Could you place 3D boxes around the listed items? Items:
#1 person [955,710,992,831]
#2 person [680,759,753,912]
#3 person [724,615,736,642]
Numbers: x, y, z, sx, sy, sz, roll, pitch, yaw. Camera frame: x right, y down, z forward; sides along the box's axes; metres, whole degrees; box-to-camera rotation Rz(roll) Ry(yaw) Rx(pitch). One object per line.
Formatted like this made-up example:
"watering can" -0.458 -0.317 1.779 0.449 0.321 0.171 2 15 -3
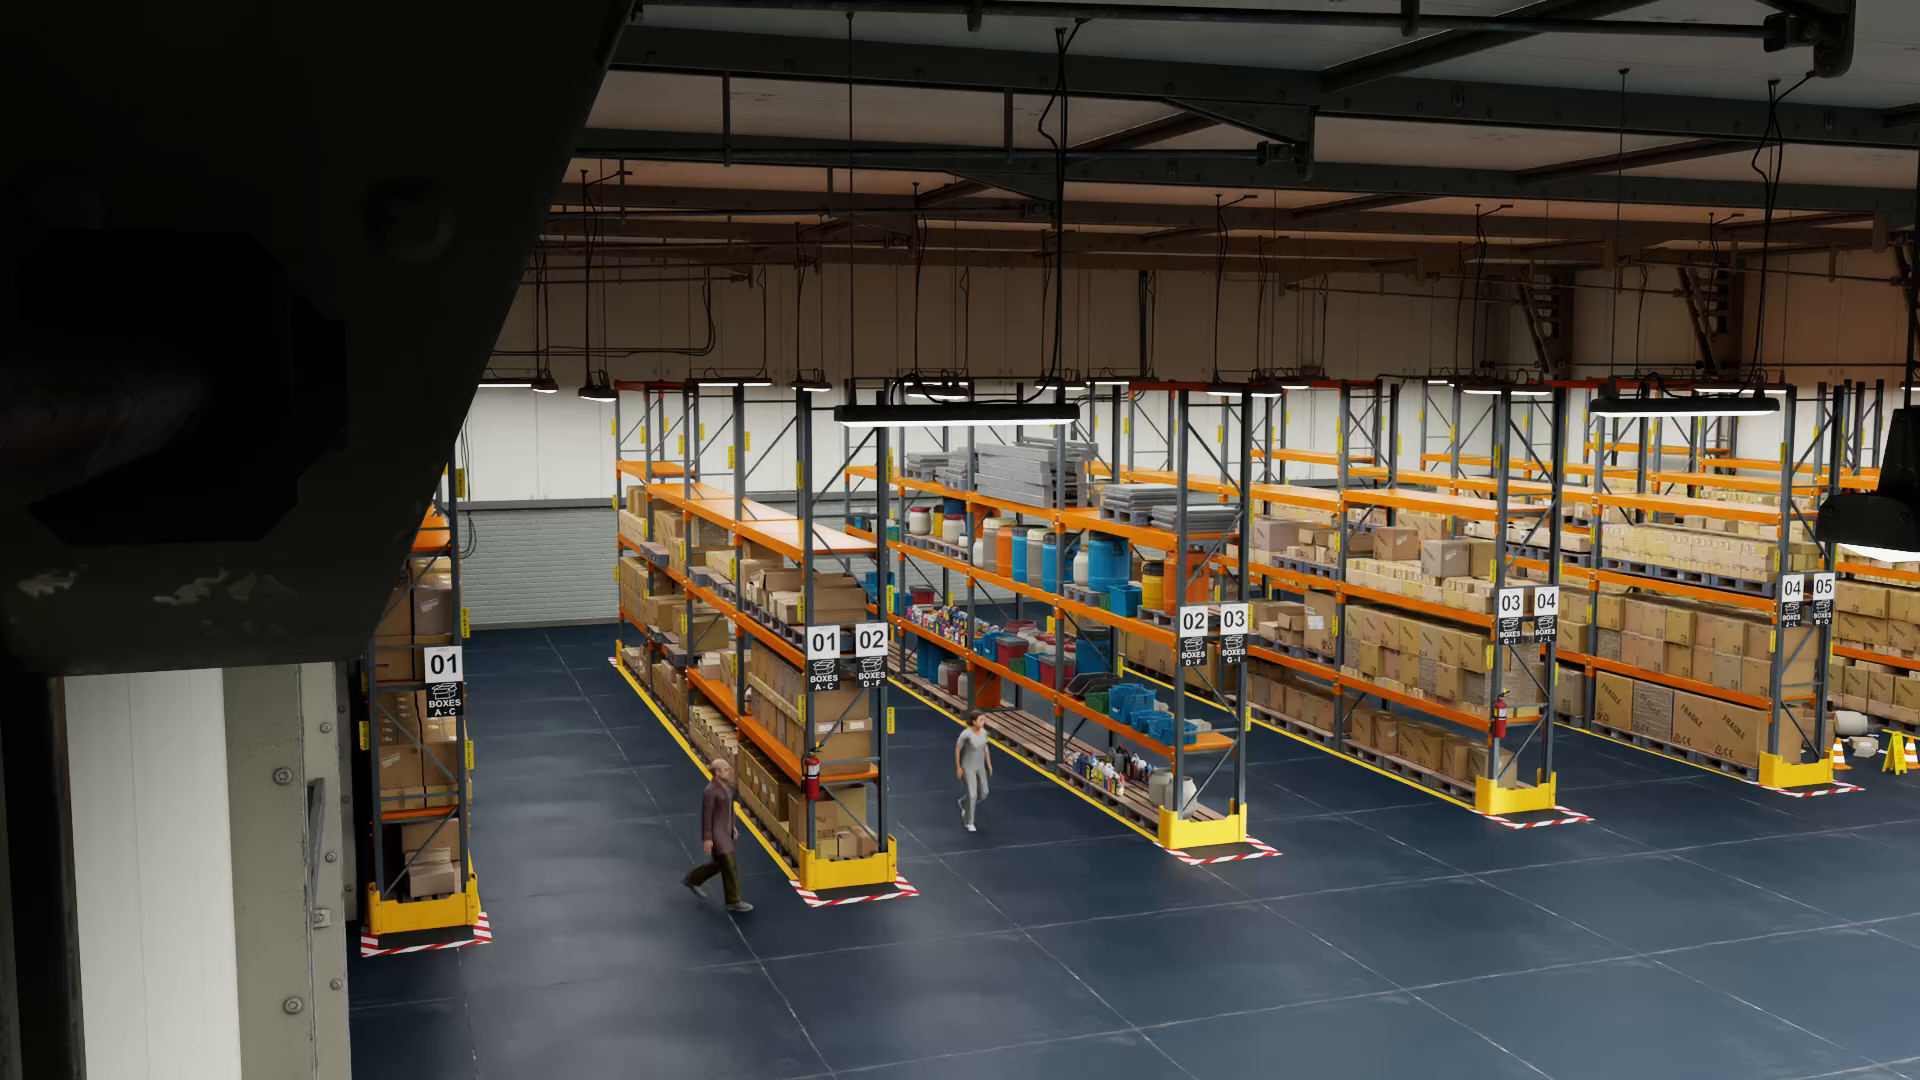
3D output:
"person" 0.108 3.116 22.797 0.508 1.651 0.595 -5 8 -40
"person" -2.824 3.407 19.384 0.985 1.749 0.649 2 6 15
"person" -4.625 1.897 33.594 0.588 1.792 0.542 1 6 10
